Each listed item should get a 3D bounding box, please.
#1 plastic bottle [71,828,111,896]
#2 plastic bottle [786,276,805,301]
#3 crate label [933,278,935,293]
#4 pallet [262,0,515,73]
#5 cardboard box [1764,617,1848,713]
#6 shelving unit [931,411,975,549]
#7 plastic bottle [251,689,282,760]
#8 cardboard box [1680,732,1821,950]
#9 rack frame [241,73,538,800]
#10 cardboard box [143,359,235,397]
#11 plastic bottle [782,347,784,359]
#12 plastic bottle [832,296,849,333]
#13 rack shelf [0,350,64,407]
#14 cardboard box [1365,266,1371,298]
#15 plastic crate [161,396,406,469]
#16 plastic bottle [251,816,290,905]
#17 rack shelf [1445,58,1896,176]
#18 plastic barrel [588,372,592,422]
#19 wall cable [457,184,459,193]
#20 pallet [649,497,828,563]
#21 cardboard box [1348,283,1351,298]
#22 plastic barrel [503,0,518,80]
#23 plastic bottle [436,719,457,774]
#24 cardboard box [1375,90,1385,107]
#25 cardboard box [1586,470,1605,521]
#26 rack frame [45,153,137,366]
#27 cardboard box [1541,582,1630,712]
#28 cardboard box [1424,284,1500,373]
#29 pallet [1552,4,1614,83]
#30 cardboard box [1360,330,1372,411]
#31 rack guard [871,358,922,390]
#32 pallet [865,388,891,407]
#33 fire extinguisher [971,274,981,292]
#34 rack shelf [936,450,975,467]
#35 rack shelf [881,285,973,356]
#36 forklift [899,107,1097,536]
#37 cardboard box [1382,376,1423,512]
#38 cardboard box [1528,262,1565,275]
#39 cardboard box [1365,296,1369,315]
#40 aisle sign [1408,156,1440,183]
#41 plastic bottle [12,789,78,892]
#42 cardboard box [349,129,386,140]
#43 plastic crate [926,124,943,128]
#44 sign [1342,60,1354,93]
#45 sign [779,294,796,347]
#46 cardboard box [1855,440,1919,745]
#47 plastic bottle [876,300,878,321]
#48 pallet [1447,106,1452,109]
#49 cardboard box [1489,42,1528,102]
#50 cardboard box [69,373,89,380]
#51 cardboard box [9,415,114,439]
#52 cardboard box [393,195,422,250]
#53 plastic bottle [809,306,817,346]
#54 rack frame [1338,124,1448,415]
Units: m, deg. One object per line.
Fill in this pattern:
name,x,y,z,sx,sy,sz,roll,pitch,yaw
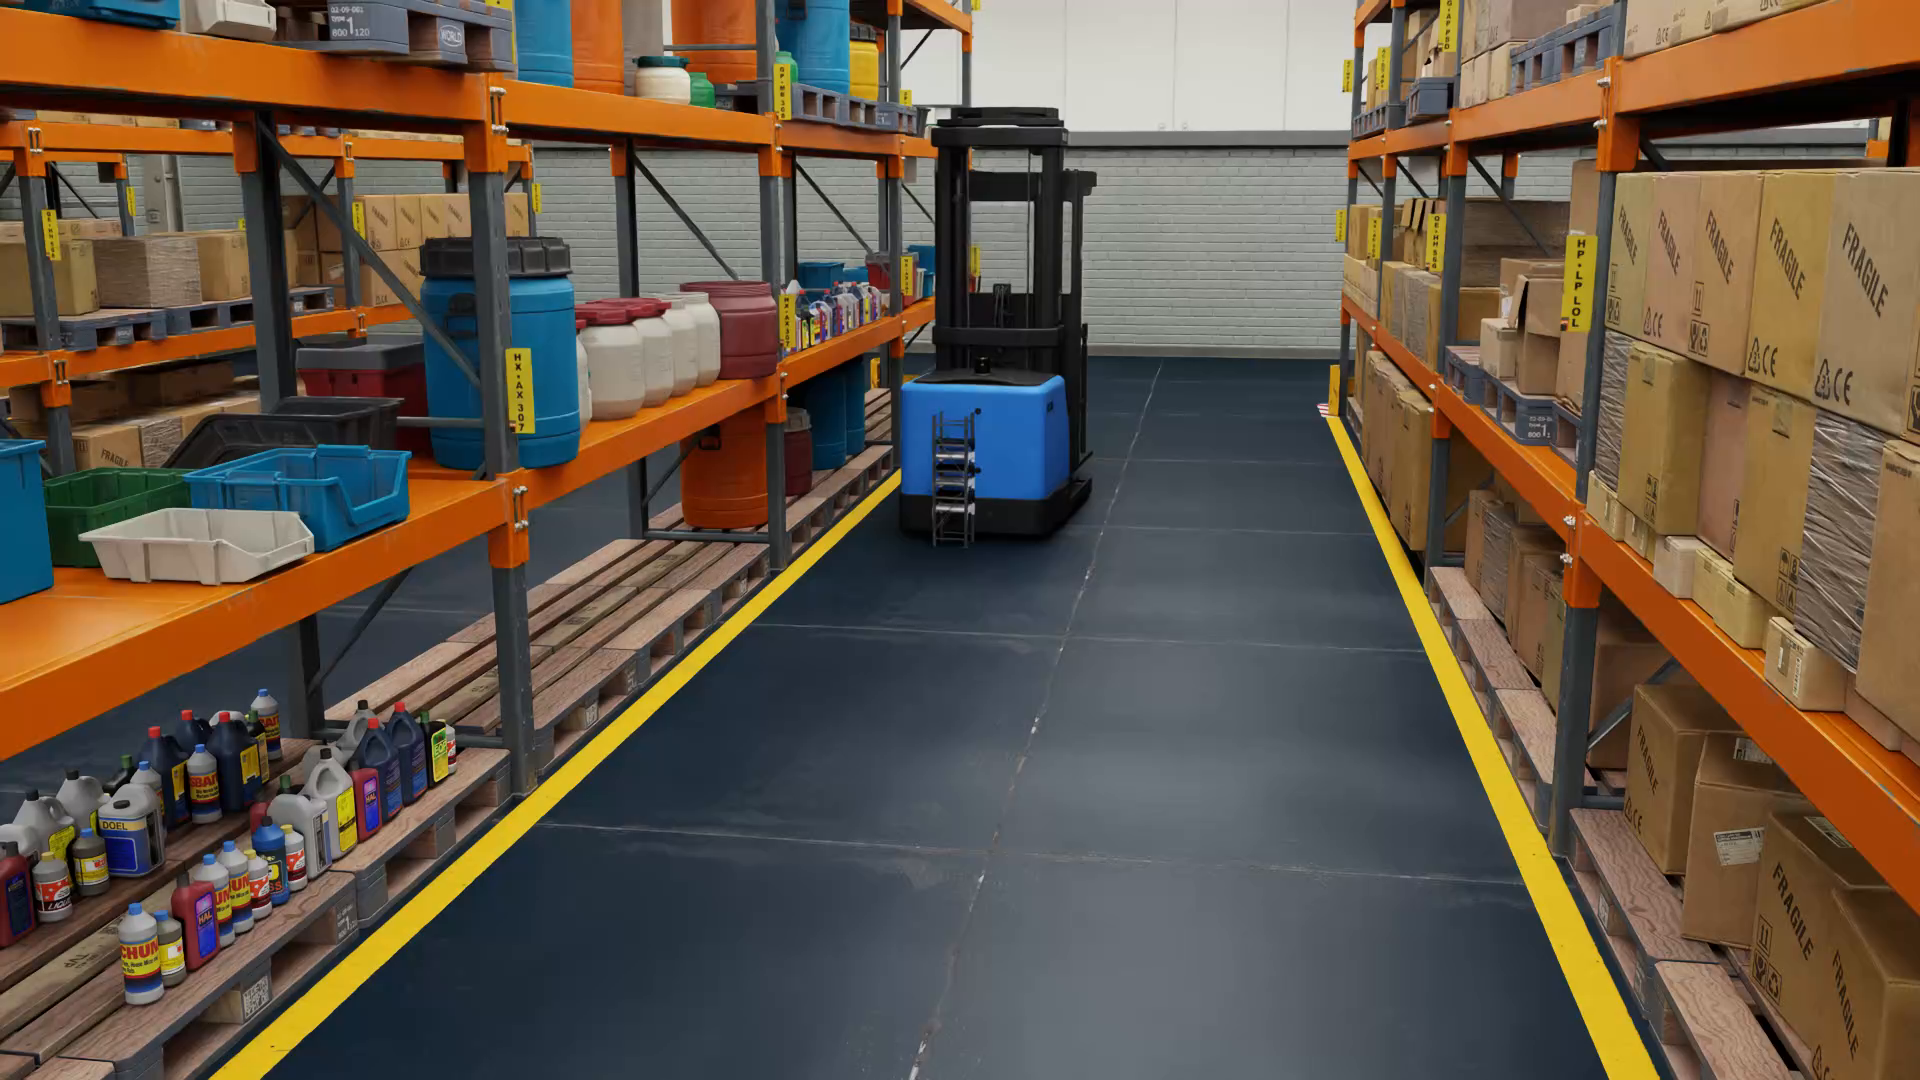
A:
plastic bottle,-2.755,1.014,5.268,0.097,0.201,0.097,0,12,0
plastic bottle,-1.375,-2.025,13.888,0.144,0.351,0.185,2,12,9
crate label,-0.403,-2.559,16.733,0.396,0.136,0.243,2,12,9
pallet,-2.239,-1.676,5.478,1.213,0.211,1.003,2,12,9
cardboard box,2.021,0.279,3.675,0.380,0.149,0.250,2,12,9
shelving unit,-0.044,-0.407,11.245,0.258,0.900,0.210,3,12,13
plastic bottle,-2.707,0.716,6.485,0.097,0.271,0.097,0,12,0
cardboard box,2.488,0.923,5.025,0.500,0.500,0.500,6,14,27
rack frame,-2.224,-0.455,6.486,1.000,3.000,0.127,2,12,9
cardboard box,-6.357,-1.341,13.703,0.500,0.250,0.500,2,12,9
plastic bottle,-1.223,-1.307,10.732,0.152,0.276,0.135,2,12,9
plastic bottle,-0.925,-1.710,12.603,0.152,0.276,0.135,2,12,9
rack shelf,-6.811,-0.681,9.242,1.077,0.370,4.000,2,12,9
cardboard box,3.786,-2.240,14.419,0.500,0.250,0.500,2,12,10
plastic crate,-2.431,-0.320,6.006,0.767,0.338,0.504,2,12,9
plastic bottle,-2.154,0.994,5.191,0.097,0.271,0.097,0,12,0
rack shelf,2.977,-1.826,7.433,1.077,0.370,4.000,2,12,9
plastic barrel,-1.869,-0.658,7.756,0.301,0.262,0.301,0,12,0
wall cable,-8.945,-5.855,24.671,3.097,2.526,0.112,2,12,9
pallet,-1.529,-0.090,11.411,1.003,0.211,1.213,2,12,9
cardboard box,4.019,-2.446,16.318,0.380,0.149,0.250,2,12,8
plastic barrel,-2.260,-2.416,7.272,0.600,0.901,0.600,0,12,0
plastic bottle,-1.972,0.783,6.337,0.097,0.201,0.097,0,12,0
cardboard box,4.251,-4.230,15.408,0.700,0.500,0.500,1,12,5
cardboard box,2.339,-0.137,5.605,0.380,0.149,0.250,2,12,9
rack frame,-10.168,-3.274,19.566,1.000,3.000,0.127,2,12,9
cardboard box,2.877,0.486,7.006,0.700,0.500,0.500,2,12,8
cardboard box,3.116,-1.287,10.108,0.500,0.500,0.500,2,12,10
pallet,2.870,-1.794,6.025,1.213,0.211,1.003,2,12,9
cardboard box,4.356,-1.634,16.002,0.875,0.875,0.875,2,12,9
rack guard,-0.388,-1.737,18.365,1.175,0.500,0.348,2,12,9
pallet,-0.544,-1.420,17.580,1.003,0.211,1.213,2,12,9
fire extinguisher,0.093,-2.750,18.202,0.296,0.674,0.183,2,12,9
rack shelf,-0.044,-0.550,11.214,0.258,0.077,0.200,3,12,13
rack shelf,-0.686,-2.185,16.221,1.077,0.370,4.000,2,12,9
forklift,0.413,-1.729,12.558,1.130,2.935,3.031,3,12,13
cardboard box,3.556,-0.622,11.308,1.225,0.875,0.875,2,12,9
cardboard box,3.254,-1.148,8.468,0.700,0.500,0.500,4,13,17
cardboard box,3.702,-2.018,14.335,0.380,0.149,0.250,2,12,8
aisle sign,4.823,-4.069,17.083,0.394,0.787,0.004,2,12,9
plastic bottle,-2.882,0.946,5.228,0.144,0.351,0.185,2,12,11
cardboard box,-5.569,-3.768,15.094,0.500,0.250,0.500,2,12,9
plastic crate,-0.248,-4.101,16.787,0.450,0.188,0.336,2,12,9
sign,3.968,-4.744,17.005,0.100,0.325,0.005,2,12,9
sign,-1.065,-1.351,10.256,0.100,0.325,0.005,2,12,9
cardboard box,2.125,0.122,2.864,0.875,0.500,0.500,2,12,9
plastic bottle,-0.726,-1.906,13.689,0.097,0.201,0.097,0,12,0
pallet,3.808,-3.140,12.280,0.805,0.209,1.217,1,12,6
cardboard box,2.812,-2.217,7.895,0.500,0.250,0.500,2,12,10
cardboard box,-10.254,-2.004,18.611,0.700,0.500,0.500,2,12,8
cardboard box,-6.591,-0.645,12.253,0.500,0.500,0.500,2,12,11
cardboard box,-5.458,-3.016,15.757,0.500,0.500,0.500,1,12,7
plastic bottle,-1.051,-1.500,11.639,0.097,0.271,0.097,0,12,0
rack frame,4.515,-2.793,17.332,1.000,3.000,0.127,2,12,9
